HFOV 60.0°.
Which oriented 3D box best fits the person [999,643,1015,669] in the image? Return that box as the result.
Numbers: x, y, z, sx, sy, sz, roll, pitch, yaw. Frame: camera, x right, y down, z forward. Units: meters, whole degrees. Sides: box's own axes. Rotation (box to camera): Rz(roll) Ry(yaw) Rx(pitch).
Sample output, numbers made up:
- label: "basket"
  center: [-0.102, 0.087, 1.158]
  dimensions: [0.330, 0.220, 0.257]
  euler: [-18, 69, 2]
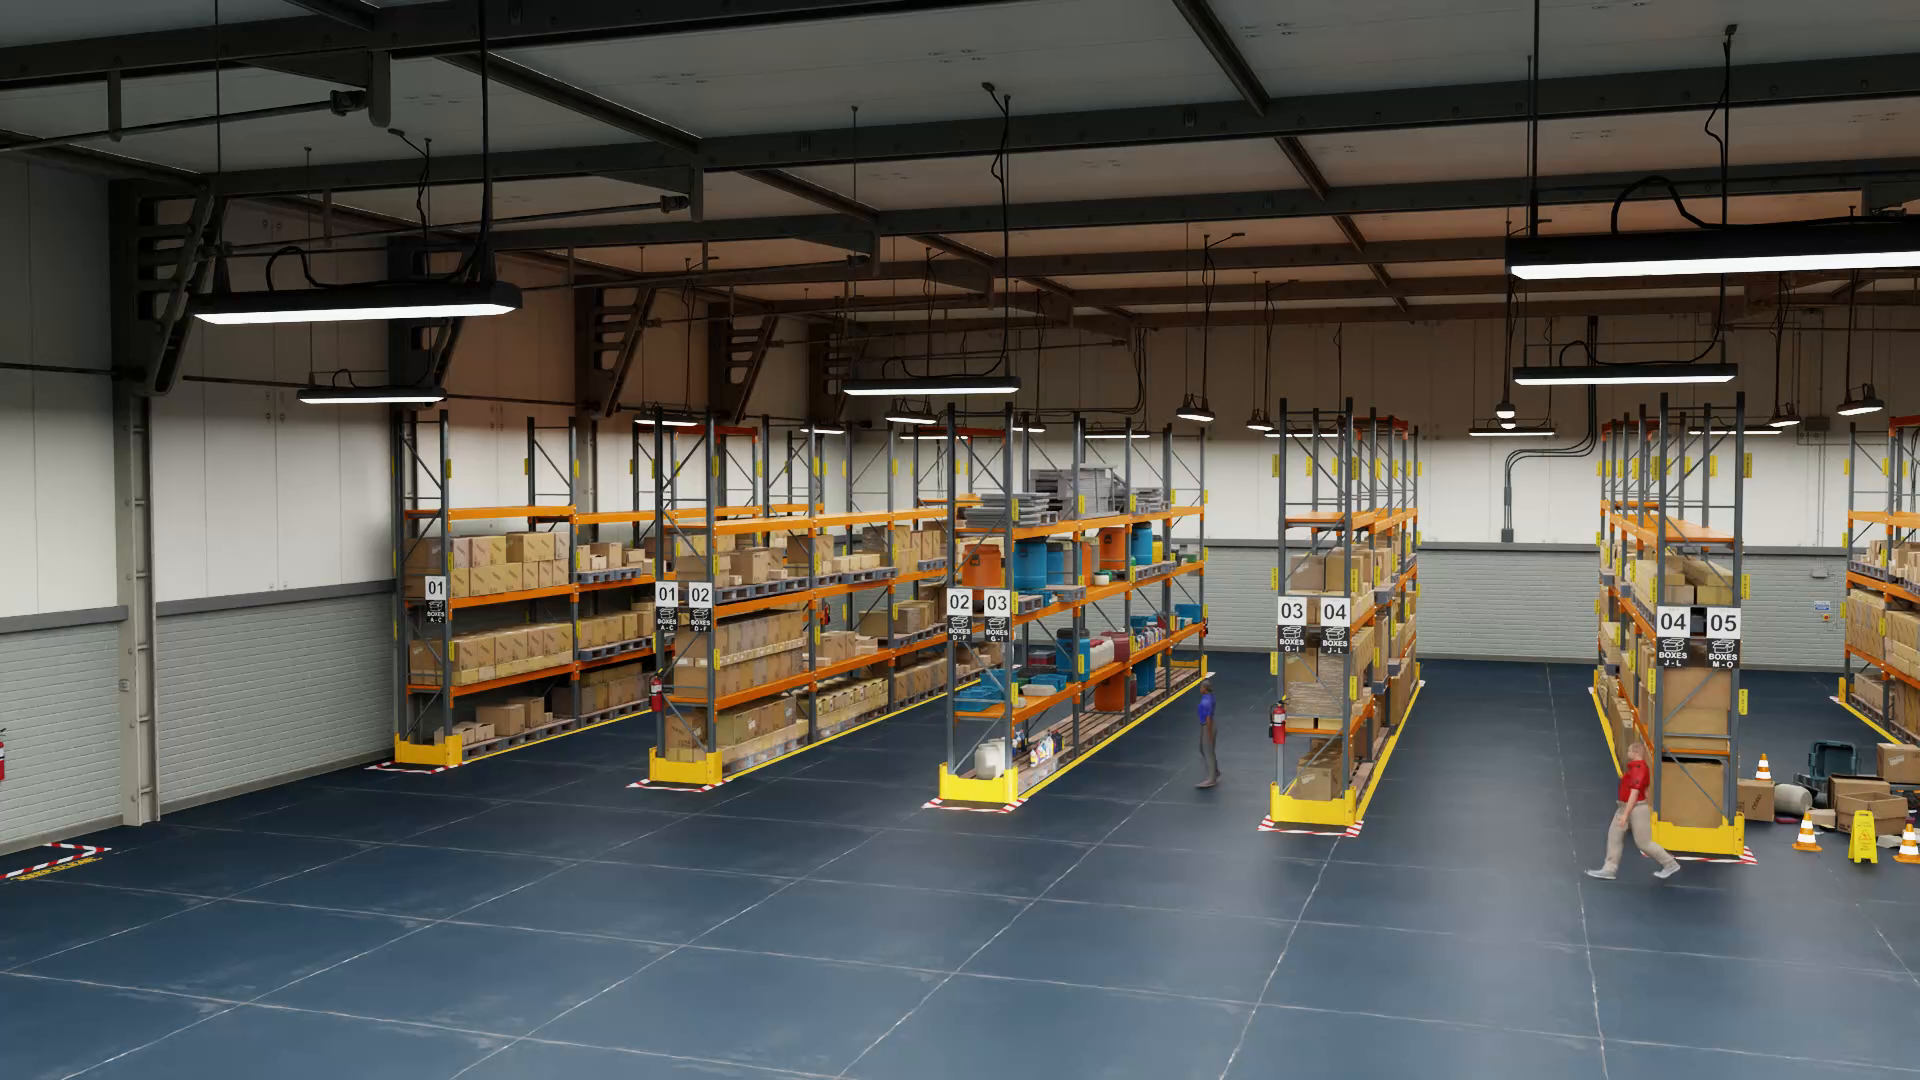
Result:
- label: "person"
  center: [1.038, 2.566, 37.146]
  dimensions: [0.378, 1.680, 0.532]
  euler: [0, 2, 8]

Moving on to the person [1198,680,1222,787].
- label: "person"
  center: [3.937, 3.039, 26.229]
  dimensions: [0.383, 1.677, 0.573]
  euler: [1, 3, 15]

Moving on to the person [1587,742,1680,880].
- label: "person"
  center: [8.174, 3.289, 20.114]
  dimensions: [0.999, 1.691, 0.510]
  euler: [0, 2, -3]
